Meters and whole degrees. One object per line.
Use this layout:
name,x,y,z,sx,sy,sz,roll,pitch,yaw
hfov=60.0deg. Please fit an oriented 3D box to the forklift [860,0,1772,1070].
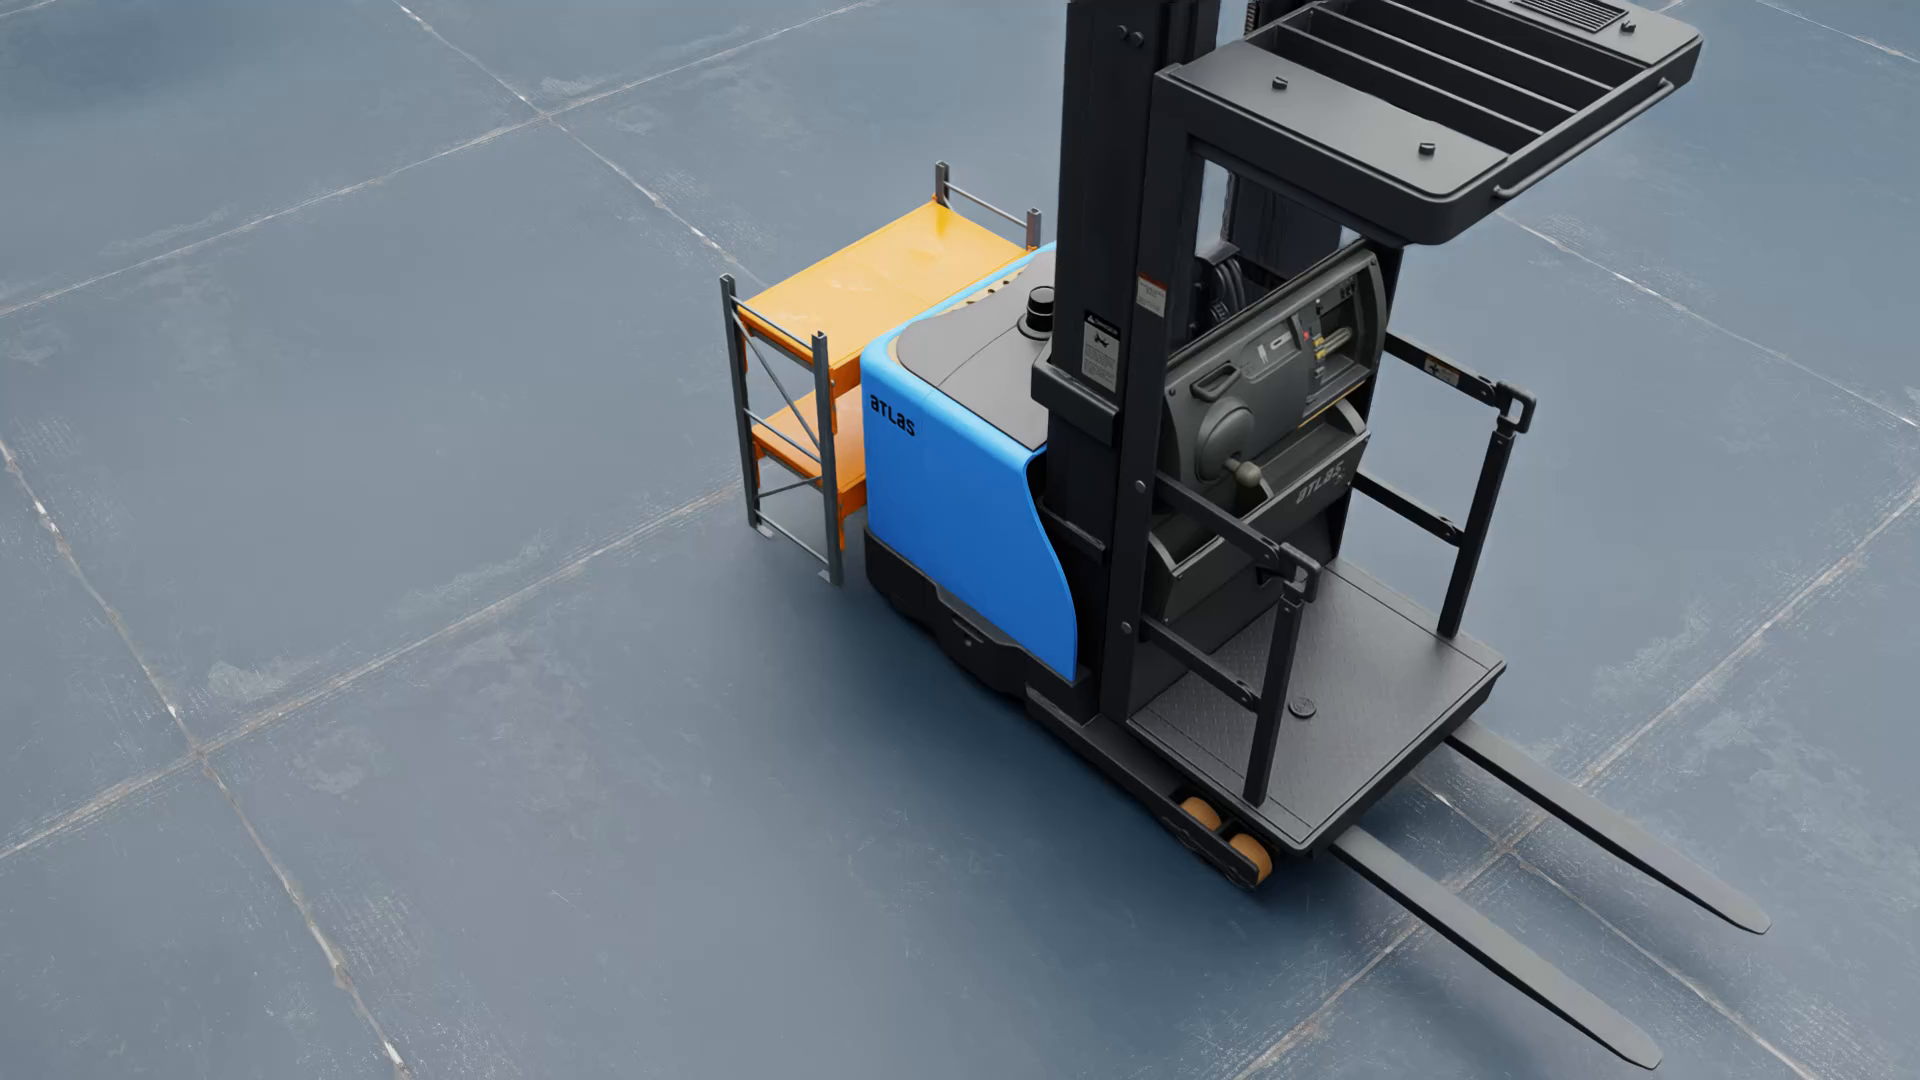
forklift,1.040,-0.403,4.538,1.130,2.935,3.031,-33,52,-30

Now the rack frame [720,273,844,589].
rack frame,-0.613,-0.357,5.808,0.500,1.125,0.032,34,53,31

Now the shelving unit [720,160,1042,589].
shelving unit,-0.258,-0.606,6.073,0.538,1.125,1.048,34,53,31

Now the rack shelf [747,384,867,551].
rack shelf,-0.258,-0.427,6.240,0.538,0.278,1.000,34,53,31

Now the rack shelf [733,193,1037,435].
rack shelf,-0.258,-0.819,5.873,0.538,0.278,1.000,34,53,31

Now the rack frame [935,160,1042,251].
rack frame,0.098,-0.854,6.338,0.500,1.125,0.032,34,53,31
